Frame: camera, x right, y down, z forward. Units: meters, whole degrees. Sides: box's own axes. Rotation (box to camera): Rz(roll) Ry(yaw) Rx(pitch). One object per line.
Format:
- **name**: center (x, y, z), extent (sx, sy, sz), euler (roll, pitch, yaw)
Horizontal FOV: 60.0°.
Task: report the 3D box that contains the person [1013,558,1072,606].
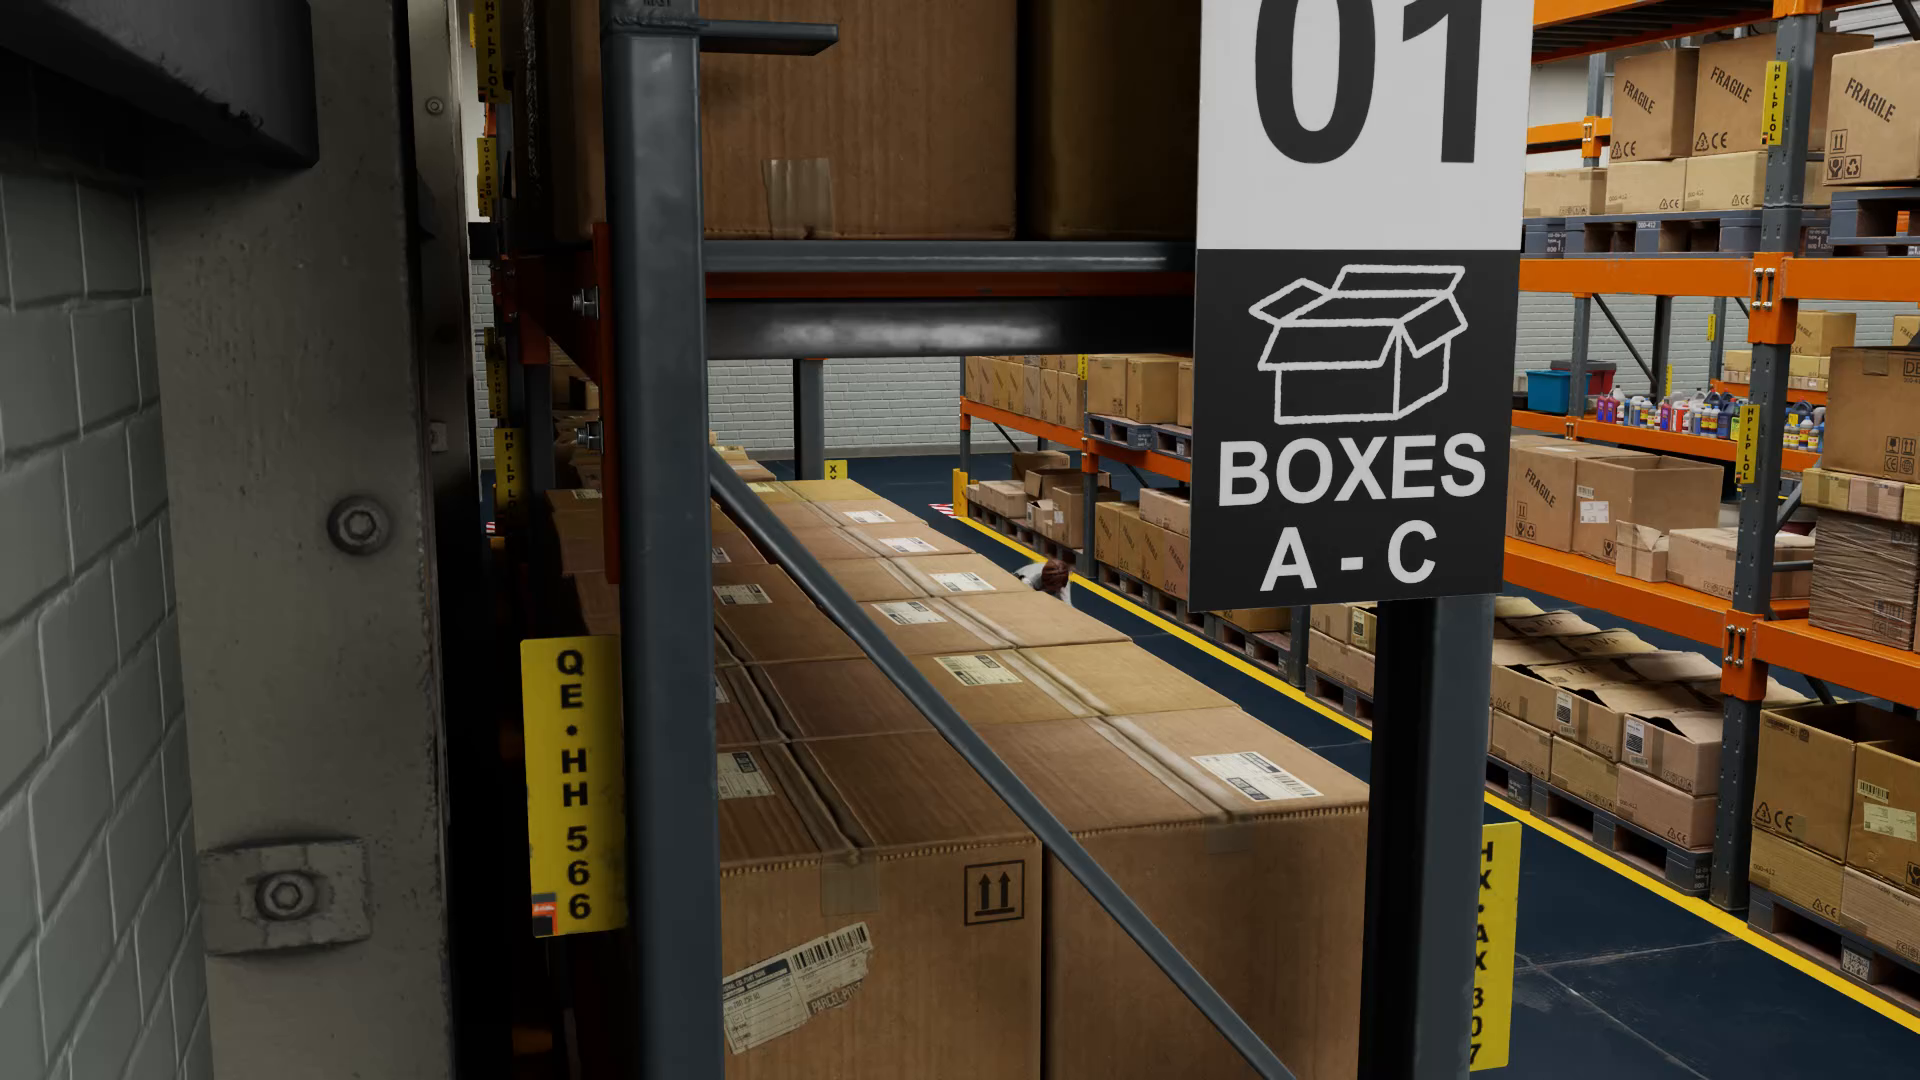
- **person**: center (0.546, 0.467, 11.836), extent (0.436, 0.763, 0.806), euler (-3, 10, -16)
